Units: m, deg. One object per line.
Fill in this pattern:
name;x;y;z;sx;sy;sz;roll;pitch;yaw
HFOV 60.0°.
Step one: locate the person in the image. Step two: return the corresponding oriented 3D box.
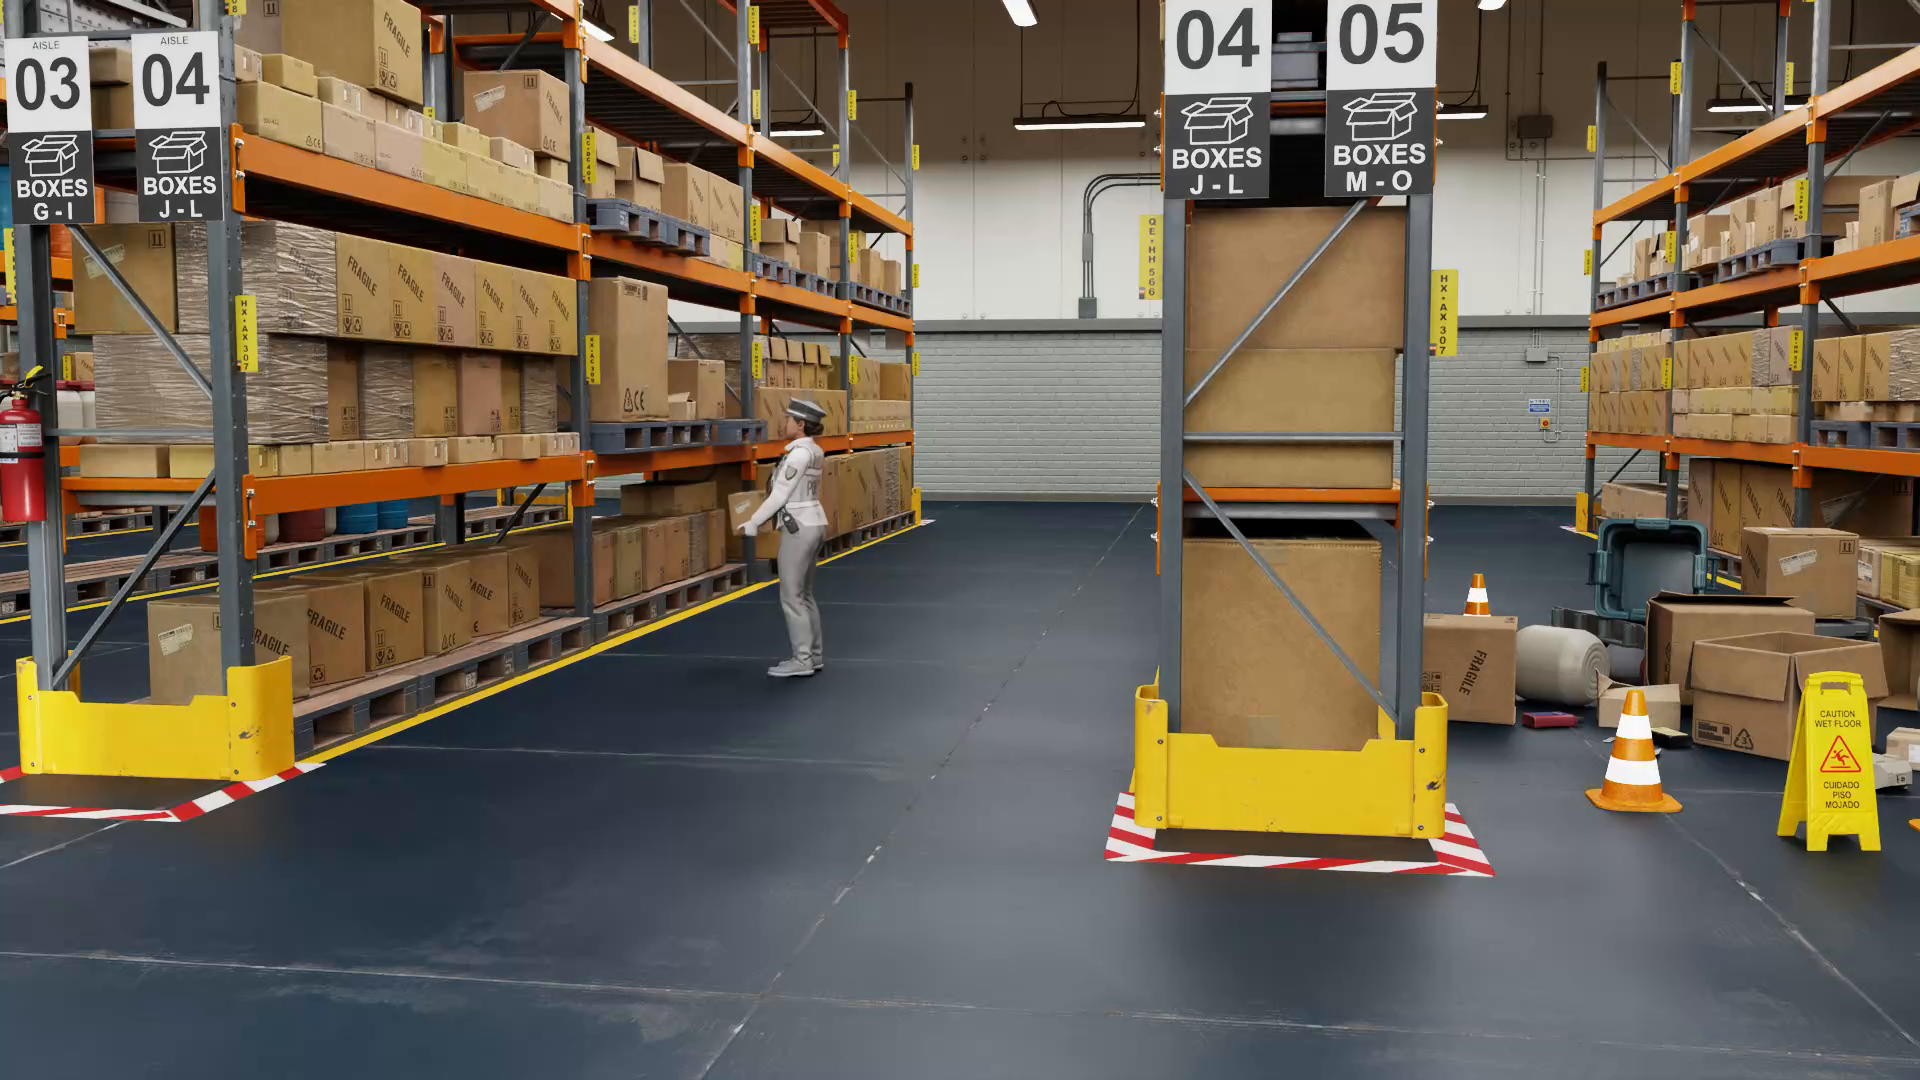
person;-1.061;-0.026;10.098;0.530;1.691;0.447;1;5;8
